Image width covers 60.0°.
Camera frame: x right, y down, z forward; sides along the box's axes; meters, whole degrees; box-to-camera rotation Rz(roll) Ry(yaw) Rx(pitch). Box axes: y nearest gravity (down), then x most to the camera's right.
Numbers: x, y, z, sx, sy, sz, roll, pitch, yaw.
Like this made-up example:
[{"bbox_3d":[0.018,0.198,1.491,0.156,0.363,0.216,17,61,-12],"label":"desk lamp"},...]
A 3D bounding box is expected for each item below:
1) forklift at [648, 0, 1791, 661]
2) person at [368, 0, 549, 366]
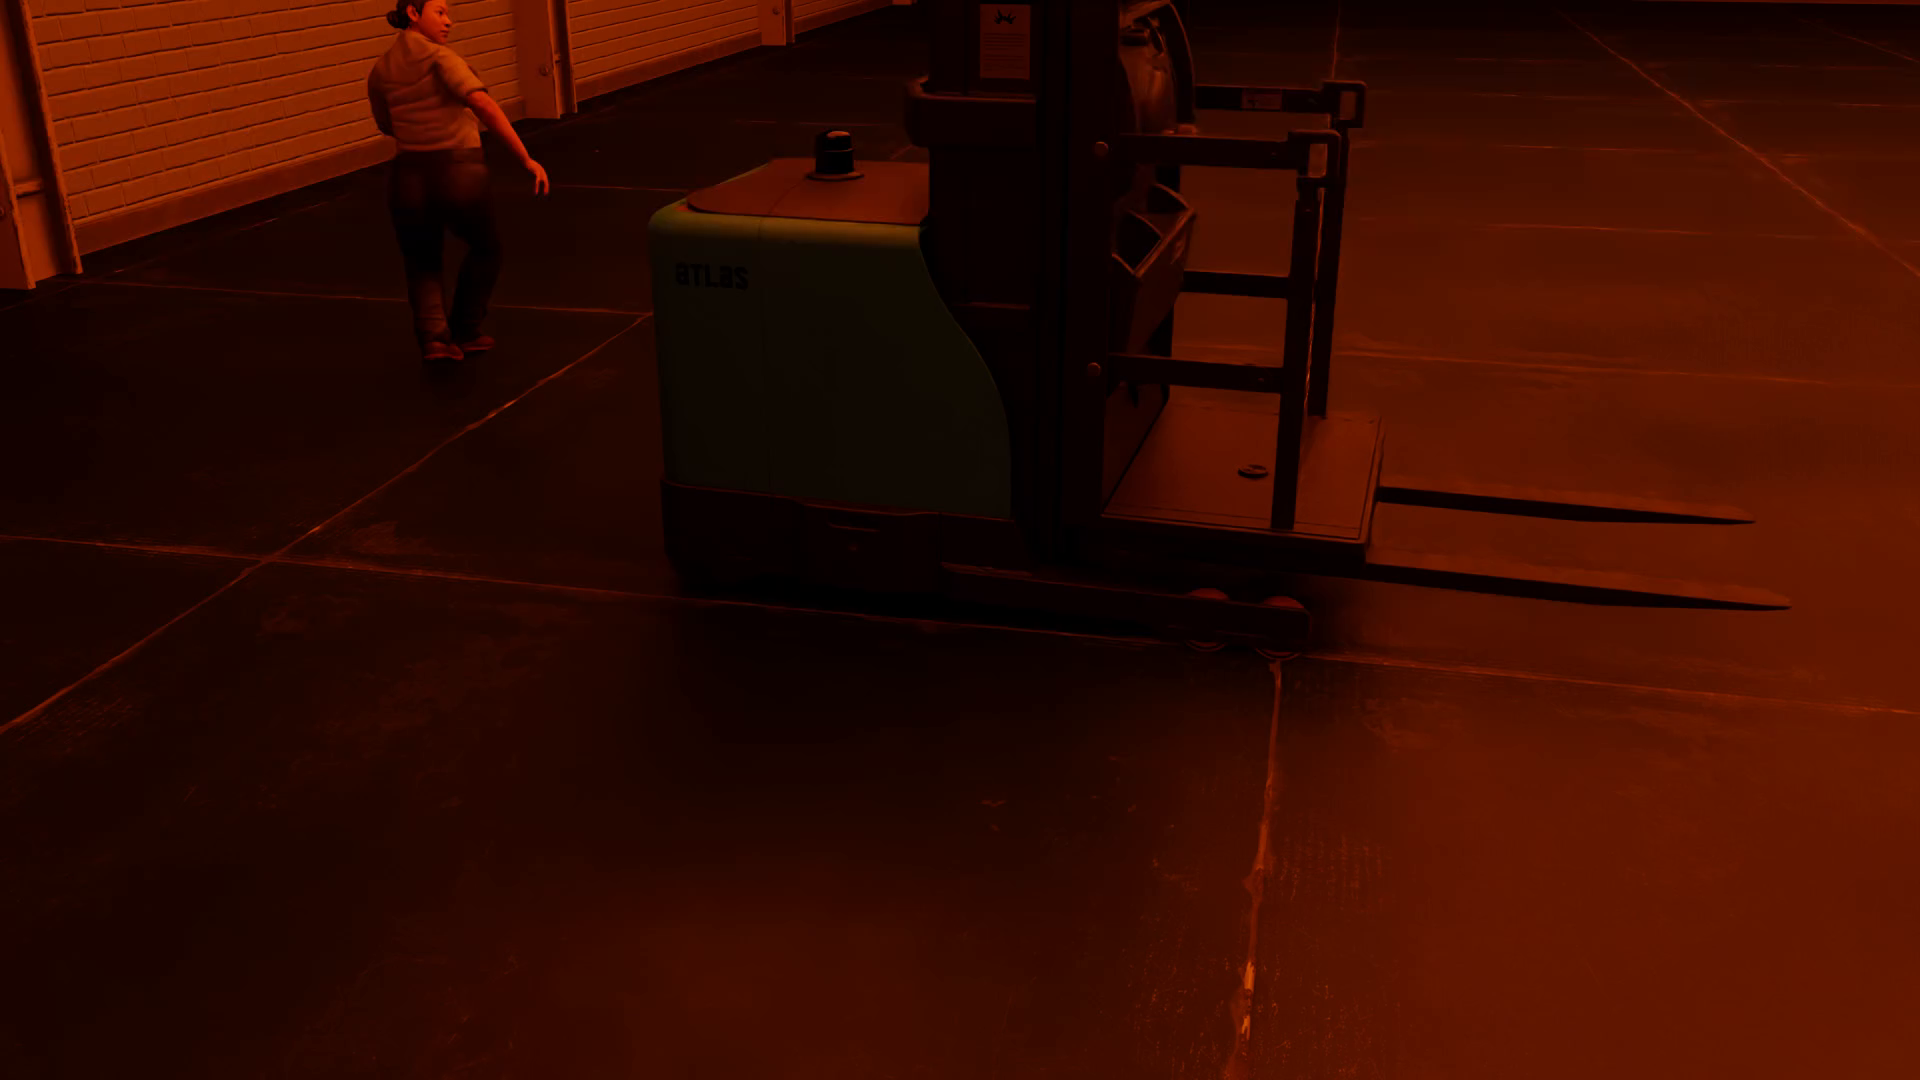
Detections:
[{"bbox_3d":[0.712,-1.263,4.364,3.031,2.935,1.130,6,23,15],"label":"forklift"},{"bbox_3d":[-1.989,-1.447,6.721,0.804,1.524,0.808,3,22,8],"label":"person"}]
